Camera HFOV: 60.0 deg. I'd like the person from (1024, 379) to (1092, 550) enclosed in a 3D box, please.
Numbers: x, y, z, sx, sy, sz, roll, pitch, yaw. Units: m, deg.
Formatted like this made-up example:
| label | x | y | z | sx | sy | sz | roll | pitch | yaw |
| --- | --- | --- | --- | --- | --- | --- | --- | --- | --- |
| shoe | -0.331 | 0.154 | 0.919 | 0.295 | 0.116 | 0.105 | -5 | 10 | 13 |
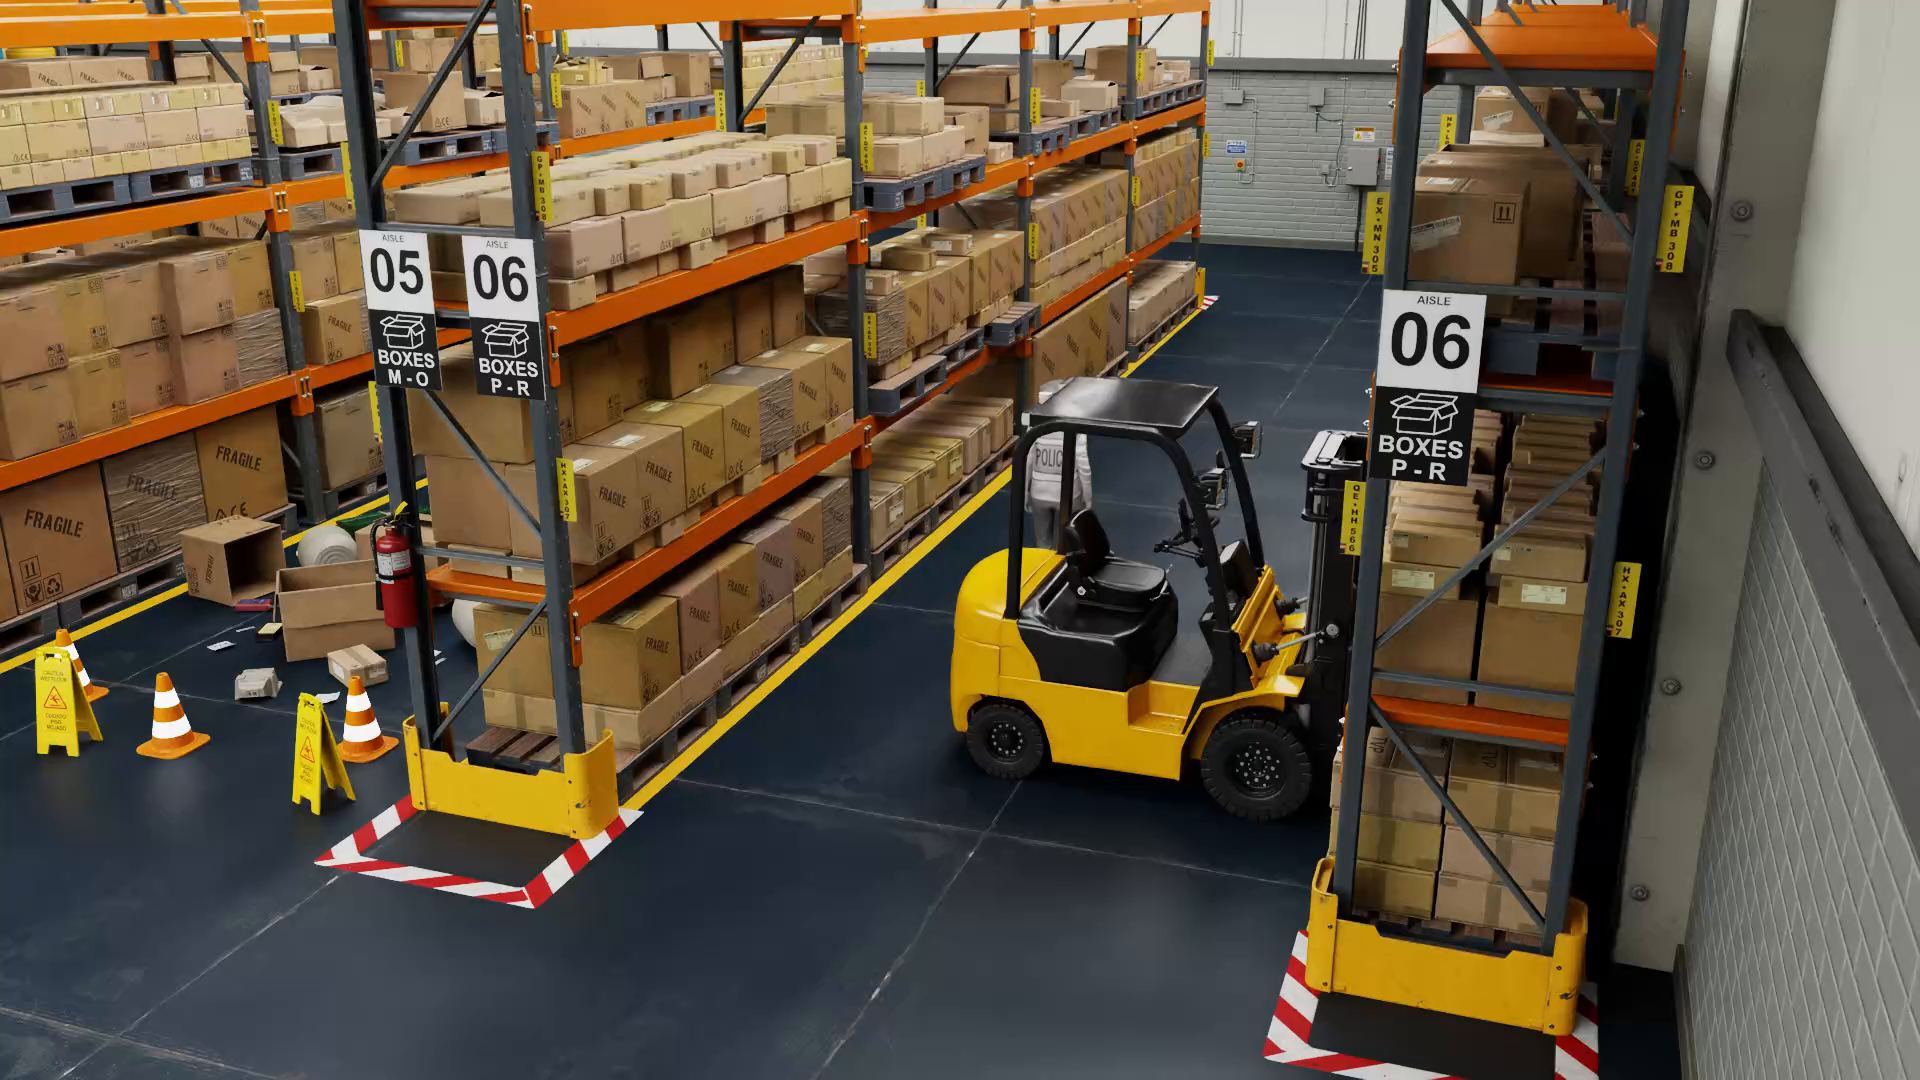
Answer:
| label | x | y | z | sx | sy | sz | roll | pitch | yaw |
| --- | --- | --- | --- | --- | --- | --- | --- | --- | --- |
| person | 0.705 | -0.311 | 11.973 | 0.511 | 1.662 | 0.414 | 6 | 20 | 16 |
